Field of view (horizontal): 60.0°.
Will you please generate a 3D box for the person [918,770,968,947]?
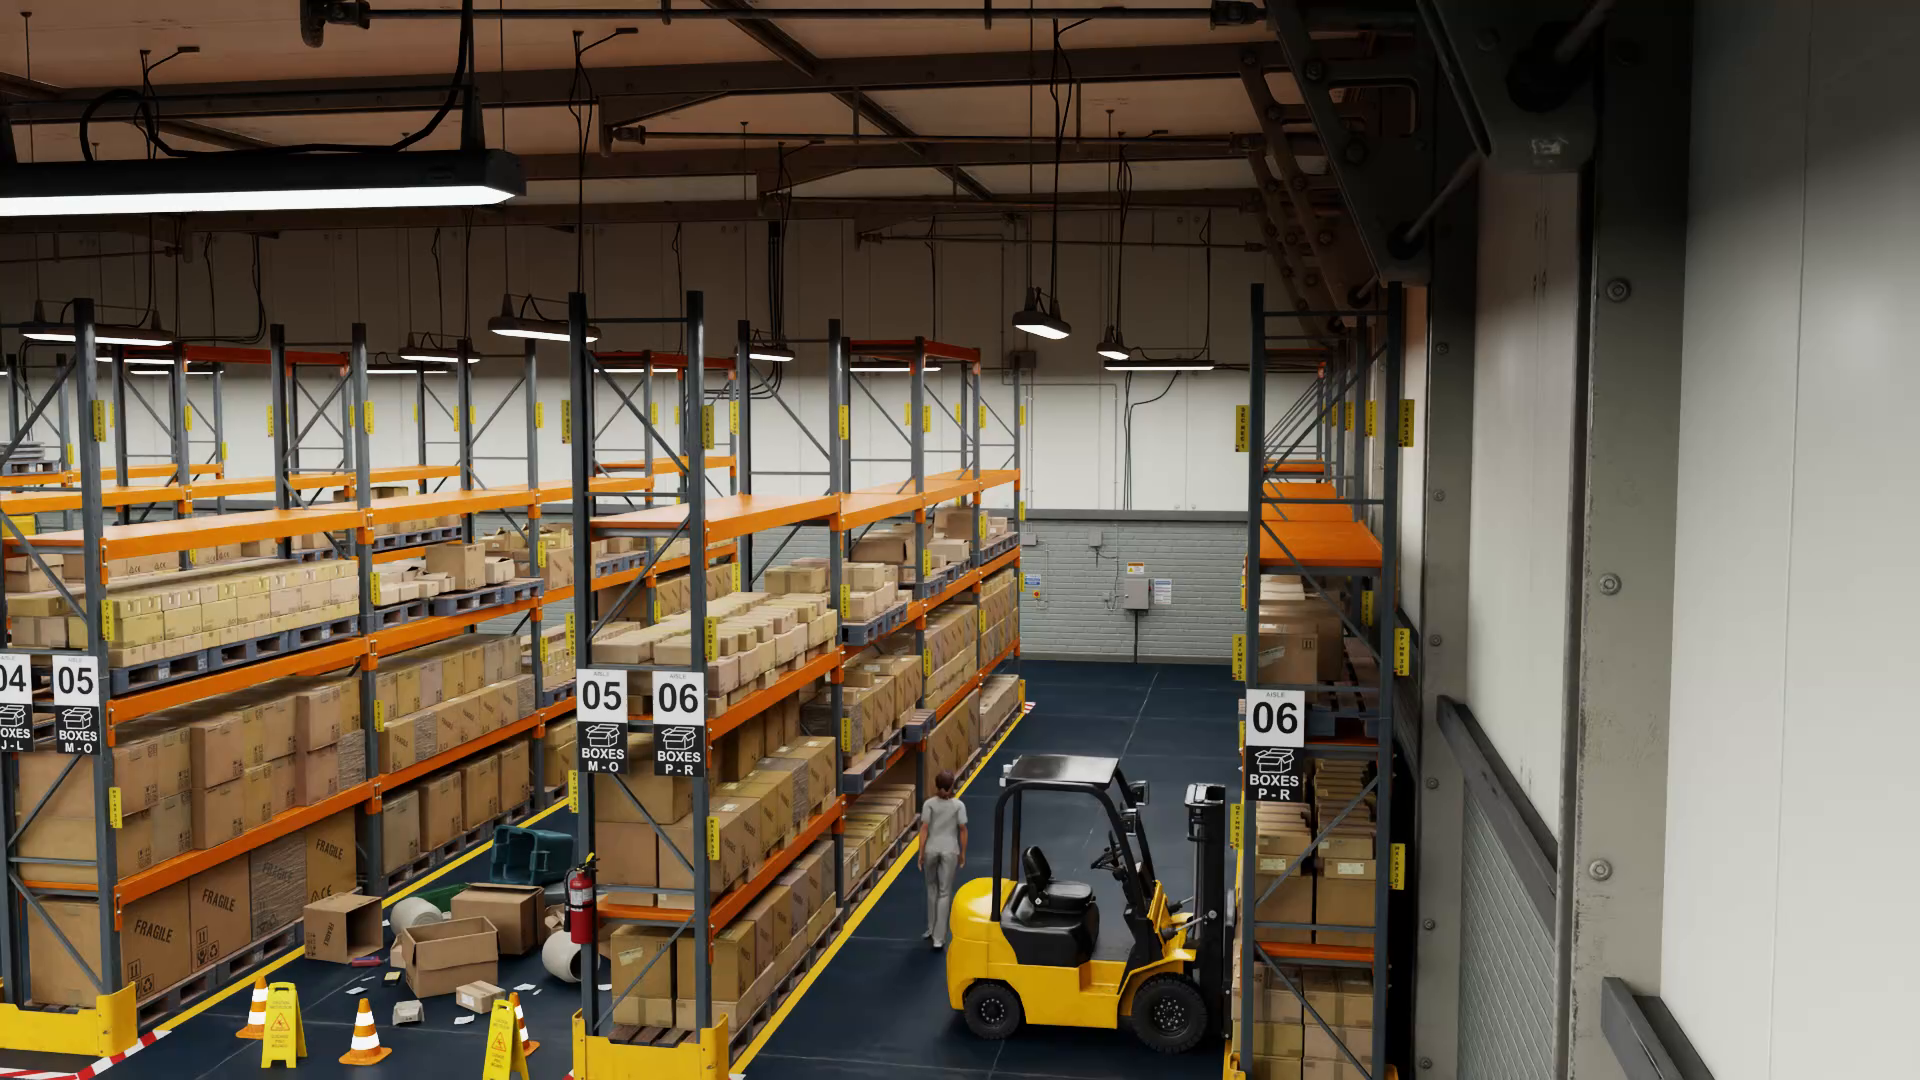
[{"bbox_3d":[-0.164,3.083,15.996,0.463,1.698,0.595,1,5,7],"label":"person"}]
